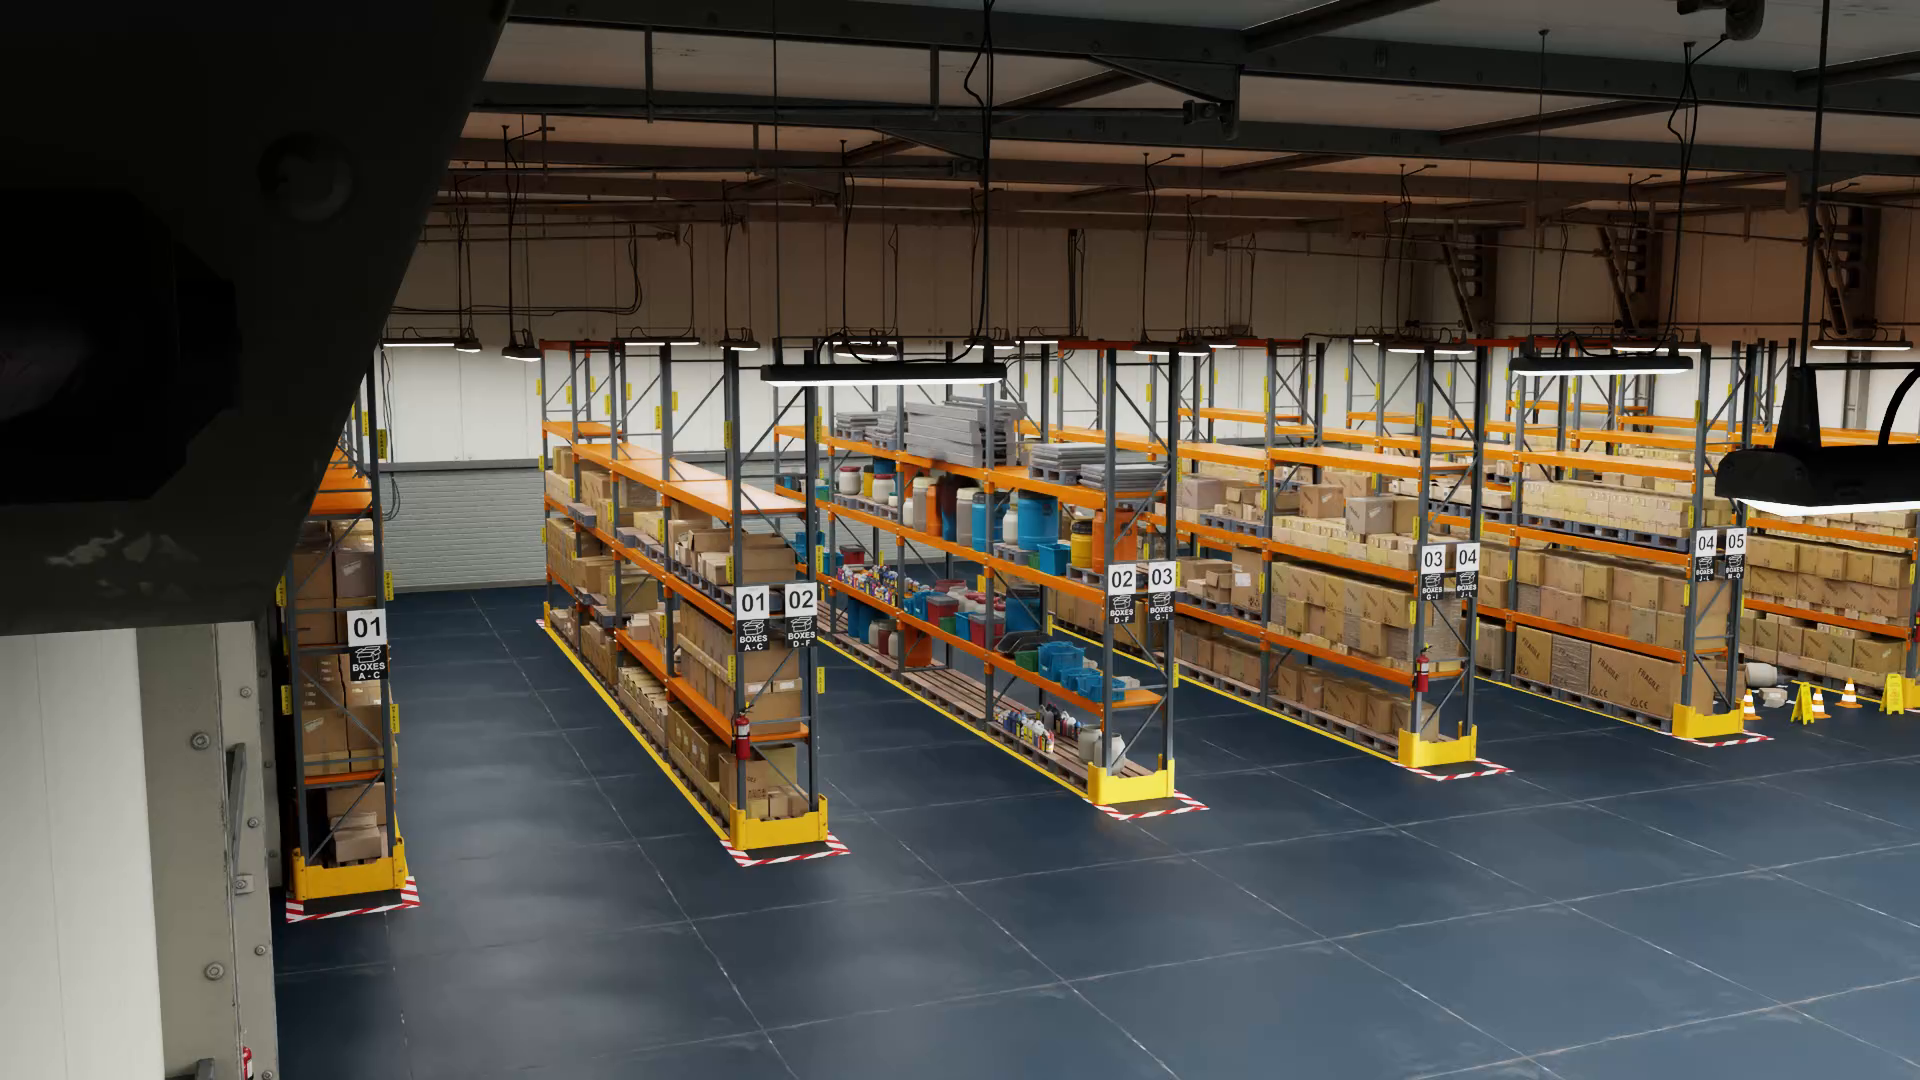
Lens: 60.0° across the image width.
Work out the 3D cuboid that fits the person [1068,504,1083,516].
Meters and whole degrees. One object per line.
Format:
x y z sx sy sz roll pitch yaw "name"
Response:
2.937 -0.155 43.202 0.607 1.740 0.869 5 9 36 "person"
